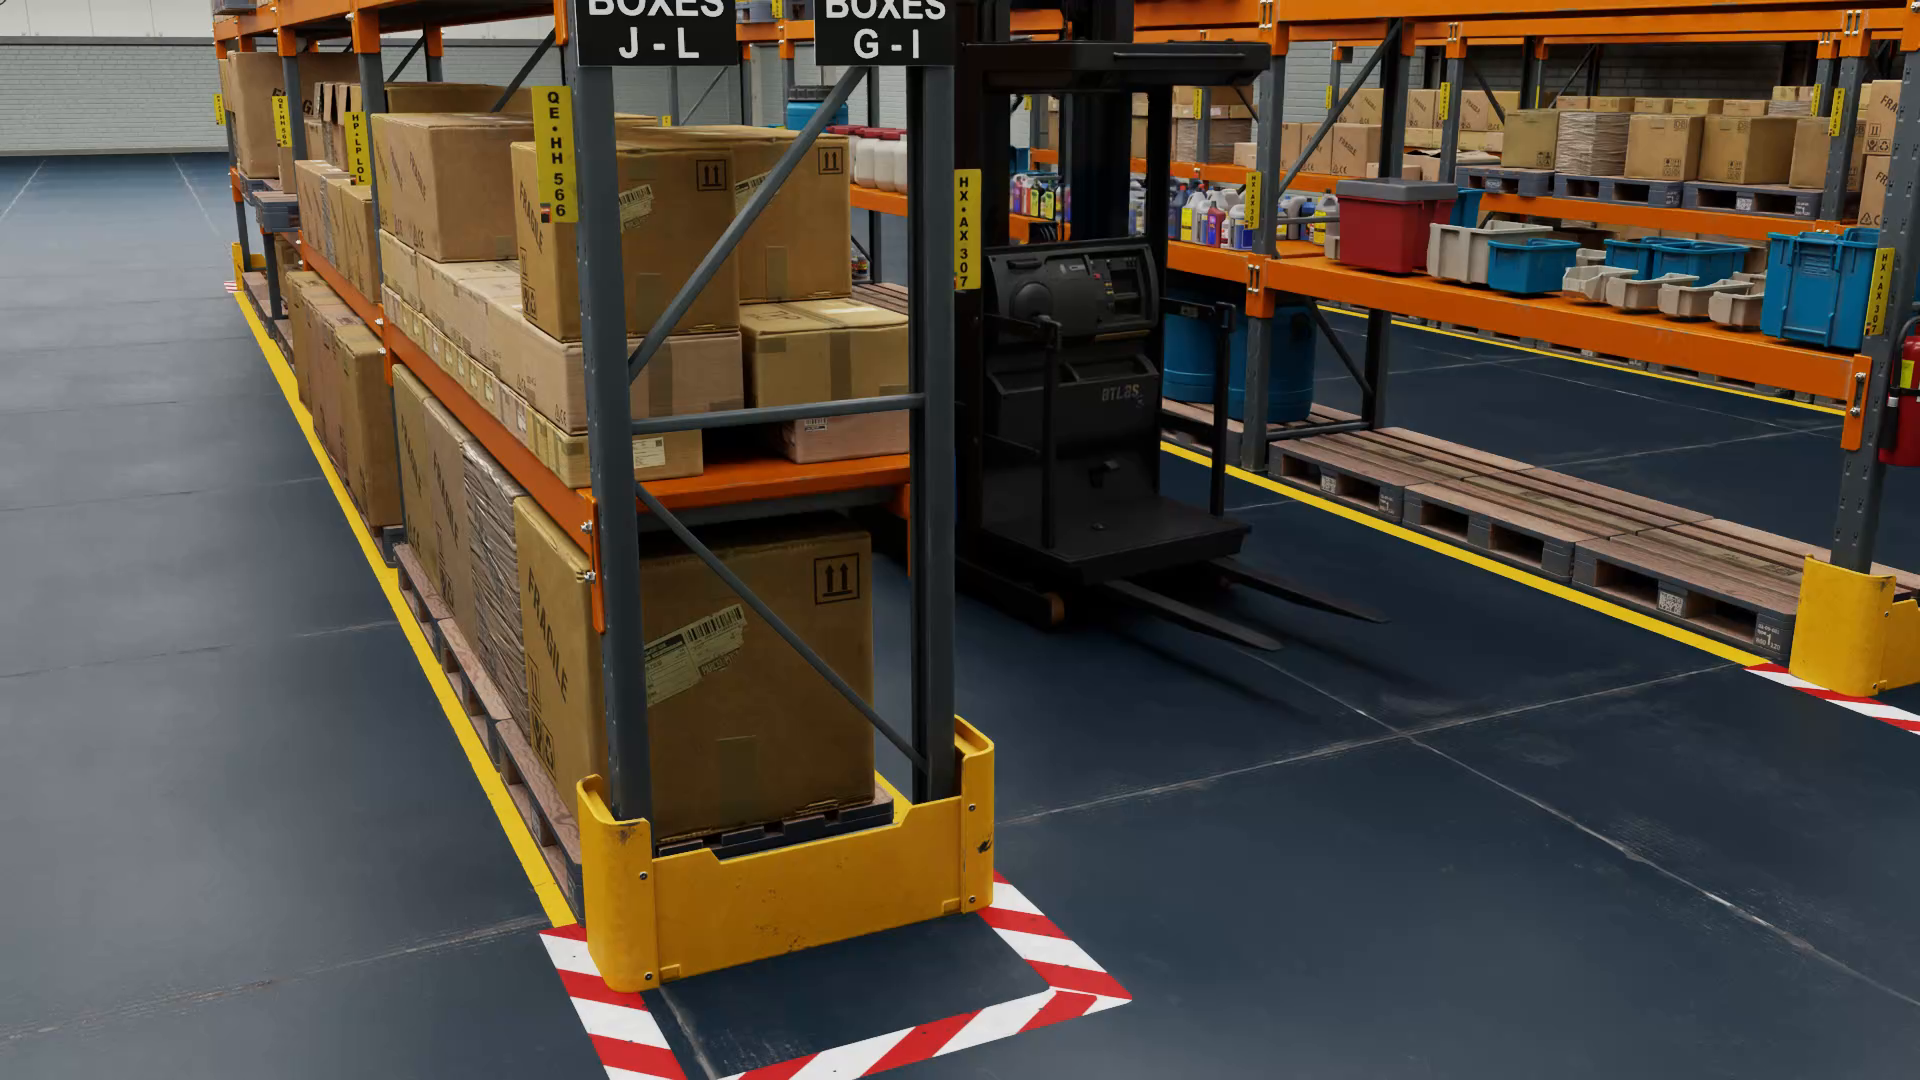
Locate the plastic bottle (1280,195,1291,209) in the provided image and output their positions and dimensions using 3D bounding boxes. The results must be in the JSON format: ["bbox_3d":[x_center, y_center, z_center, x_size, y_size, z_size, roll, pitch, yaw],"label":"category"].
[{"bbox_3d":[2.163,-2.144,11.016,0.097,0.271,0.097,0,16,0],"label":"plastic bottle"}]

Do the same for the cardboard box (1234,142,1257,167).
[{"bbox_3d":[3.415,-4.314,18.618,0.500,0.250,0.500,-6,17,-21],"label":"cardboard box"}]

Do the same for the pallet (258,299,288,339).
[{"bbox_3d":[-6.073,-2.129,15.786,1.003,0.211,1.213,-8,18,-25],"label":"pallet"}]

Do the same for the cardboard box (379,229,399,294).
[{"bbox_3d":[-2.272,-1.246,7.387,0.500,0.250,0.500,-8,18,-26],"label":"cardboard box"}]

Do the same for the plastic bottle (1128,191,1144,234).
[{"bbox_3d":[1.205,-2.227,11.299,0.152,0.276,0.135,-8,18,-25],"label":"plastic bottle"}]

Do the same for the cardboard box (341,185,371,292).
[{"bbox_3d":[-2.903,-1.578,8.630,0.500,0.500,0.500,-7,17,-23],"label":"cardboard box"}]

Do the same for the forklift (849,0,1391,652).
[{"bbox_3d":[0.651,-1.164,7.492,1.130,2.935,3.031,-10,19,-32],"label":"forklift"}]

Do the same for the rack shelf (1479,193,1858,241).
[{"bbox_3d":[5.788,-2.670,13.919,1.077,0.370,4.000,-8,18,-25],"label":"rack shelf"}]

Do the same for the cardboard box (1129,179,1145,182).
[{"bbox_3d":[2.361,-4.392,21.483,0.500,0.500,0.500,-8,18,-25],"label":"cardboard box"}]

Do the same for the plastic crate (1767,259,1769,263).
[{"bbox_3d":[3.862,-1.143,7.489,0.416,0.233,0.300,-8,18,-25],"label":"plastic crate"}]

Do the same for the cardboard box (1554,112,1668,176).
[{"bbox_3d":[5.518,-3.369,14.109,0.700,0.500,0.500,-4,17,-14],"label":"cardboard box"}]

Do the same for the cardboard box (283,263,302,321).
[{"bbox_3d":[-5.497,-2.162,14.581,0.700,0.500,0.500,-9,18,-29],"label":"cardboard box"}]

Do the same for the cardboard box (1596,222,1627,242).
[{"bbox_3d":[8.220,-3.810,20.324,0.700,0.500,0.500,-8,18,-26],"label":"cardboard box"}]

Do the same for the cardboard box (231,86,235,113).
[{"bbox_3d":[-6.630,-4.305,15.780,0.500,0.500,0.500,-8,18,-25],"label":"cardboard box"}]

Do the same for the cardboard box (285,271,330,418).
[{"bbox_3d":[-3.711,-1.322,11.010,1.225,0.875,0.875,-9,18,-27],"label":"cardboard box"}]

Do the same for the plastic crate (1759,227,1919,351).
[{"bbox_3d":[3.648,-1.036,6.751,0.616,0.435,0.499,-8,18,-25],"label":"plastic crate"}]

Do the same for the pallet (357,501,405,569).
[{"bbox_3d":[-2.648,-0.165,8.943,1.003,0.211,1.213,-8,18,-25],"label":"pallet"}]

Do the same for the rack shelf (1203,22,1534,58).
[{"bbox_3d":[4.036,-5.103,16.962,1.077,0.370,4.000,-8,18,-25],"label":"rack shelf"}]

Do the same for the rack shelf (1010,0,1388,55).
[{"bbox_3d":[1.334,-3.514,11.423,1.077,0.370,4.000,-8,18,-25],"label":"rack shelf"}]

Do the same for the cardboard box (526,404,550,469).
[{"bbox_3d":[-1.057,-0.323,4.895,0.380,0.149,0.250,-7,18,-24],"label":"cardboard box"}]

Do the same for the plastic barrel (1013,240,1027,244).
[{"bbox_3d":[0.687,-1.953,13.292,0.600,0.830,0.708,-8,18,-25],"label":"plastic barrel"}]

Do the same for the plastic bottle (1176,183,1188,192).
[{"bbox_3d":[1.604,-2.439,12.024,0.061,0.283,0.133,-8,18,-25],"label":"plastic bottle"}]

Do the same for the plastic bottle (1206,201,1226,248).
[{"bbox_3d":[1.605,-1.976,10.411,0.061,0.283,0.133,-8,18,-25],"label":"plastic bottle"}]

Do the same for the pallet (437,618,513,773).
[{"bbox_3d":[-1.441,0.518,6.563,1.003,0.211,1.213,-8,18,-25],"label":"pallet"}]

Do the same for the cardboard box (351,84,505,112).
[{"bbox_3d":[-2.820,-2.182,8.918,0.797,0.503,0.637,-7,18,-24],"label":"cardboard box"}]

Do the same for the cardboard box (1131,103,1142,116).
[{"bbox_3d":[2.293,-5.220,20.144,0.380,0.149,0.250,-7,17,-23],"label":"cardboard box"}]

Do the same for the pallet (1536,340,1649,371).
[{"bbox_3d":[5.736,-1.679,14.219,1.003,0.211,1.213,-8,18,-25],"label":"pallet"}]

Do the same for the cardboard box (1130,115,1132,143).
[{"bbox_3d":[2.281,-5.042,20.702,0.700,0.500,0.500,-7,17,-23],"label":"cardboard box"}]

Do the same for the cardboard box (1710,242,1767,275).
[{"bbox_3d":[6.234,-2.287,13.657,0.500,0.250,0.500,-8,18,-25],"label":"cardboard box"}]

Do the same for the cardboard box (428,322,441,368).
[{"bbox_3d":[-1.843,-0.768,6.443,0.380,0.149,0.250,-7,18,-24],"label":"cardboard box"}]

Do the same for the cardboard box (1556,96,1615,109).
[{"bbox_3d":[7.804,-5.232,20.565,0.700,0.500,0.500,-8,18,-25],"label":"cardboard box"}]

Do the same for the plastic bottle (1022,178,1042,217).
[{"bbox_3d":[0.560,-2.593,12.573,0.152,0.276,0.135,-8,18,-25],"label":"plastic bottle"}]

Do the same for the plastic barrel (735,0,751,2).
[{"bbox_3d":[-2.433,-6.364,18.949,0.600,0.588,0.600,0,16,0],"label":"plastic barrel"}]

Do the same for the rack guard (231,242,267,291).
[{"bbox_3d":[-7.466,-3.078,18.572,1.175,0.500,0.348,-8,18,-25],"label":"rack guard"}]

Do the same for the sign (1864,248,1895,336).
[{"bbox_3d":[3.475,-0.938,6.285,0.100,0.325,0.005,-8,18,-25],"label":"sign"}]

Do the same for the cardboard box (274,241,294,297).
[{"bbox_3d":[-6.486,-2.697,16.481,0.500,0.500,0.500,-9,19,-30],"label":"cardboard box"}]

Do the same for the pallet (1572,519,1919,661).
[{"bbox_3d":[3.636,0.201,7.667,1.003,0.211,1.213,-8,18,-25],"label":"pallet"}]

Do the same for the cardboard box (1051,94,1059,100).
[{"bbox_3d":[1.624,-6.036,21.814,0.700,0.500,0.500,-8,18,-25],"label":"cardboard box"}]

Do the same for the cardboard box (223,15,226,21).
[{"bbox_3d":[-6.843,-5.139,16.054,0.500,0.250,0.500,-7,17,-23],"label":"cardboard box"}]

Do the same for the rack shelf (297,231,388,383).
[{"bbox_3d":[-3.118,-1.473,9.751,1.077,0.370,4.000,-8,18,-25],"label":"rack shelf"}]

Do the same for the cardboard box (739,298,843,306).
[{"bbox_3d":[-0.691,-0.682,5.422,0.500,0.250,0.500,-8,18,-26],"label":"cardboard box"}]

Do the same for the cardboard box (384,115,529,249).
[{"bbox_3d":[-2.053,-1.482,6.850,0.500,0.500,0.500,-8,18,-25],"label":"cardboard box"}]

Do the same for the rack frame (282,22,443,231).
[{"bbox_3d":[-3.995,-2.315,11.380,1.000,3.000,0.127,-8,18,-25],"label":"rack frame"}]

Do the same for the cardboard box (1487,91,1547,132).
[{"bbox_3d":[7.126,-5.480,21.286,0.500,0.500,0.500,-8,18,-25],"label":"cardboard box"}]

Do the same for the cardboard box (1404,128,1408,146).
[{"bbox_3d":[6.245,-5.619,23.127,0.500,0.250,0.500,-8,18,-26],"label":"cardboard box"}]

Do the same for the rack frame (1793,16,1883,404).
[{"bbox_3d":[6.665,-2.519,12.092,1.000,3.000,0.127,-8,18,-25],"label":"rack frame"}]

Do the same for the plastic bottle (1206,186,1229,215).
[{"bbox_3d":[1.643,-2.104,10.733,0.144,0.351,0.185,-8,18,-25],"label":"plastic bottle"}]

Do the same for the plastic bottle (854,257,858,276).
[{"bbox_3d":[-1.085,-2.929,17.795,0.097,0.201,0.097,0,16,0],"label":"plastic bottle"}]

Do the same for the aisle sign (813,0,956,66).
[{"bbox_3d":[-0.189,-1.599,4.173,0.394,0.787,0.004,-8,18,-25],"label":"aisle sign"}]

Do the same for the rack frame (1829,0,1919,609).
[{"bbox_3d":[3.963,-0.930,6.553,1.000,3.000,0.127,-8,18,-25],"label":"rack frame"}]

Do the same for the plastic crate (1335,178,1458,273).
[{"bbox_3d":[2.376,-1.730,9.115,0.402,0.464,0.583,-8,18,-25],"label":"plastic crate"}]

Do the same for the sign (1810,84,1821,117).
[{"bbox_3d":[8.880,-4.561,17.252,0.100,0.325,0.005,-8,18,-25],"label":"sign"}]
